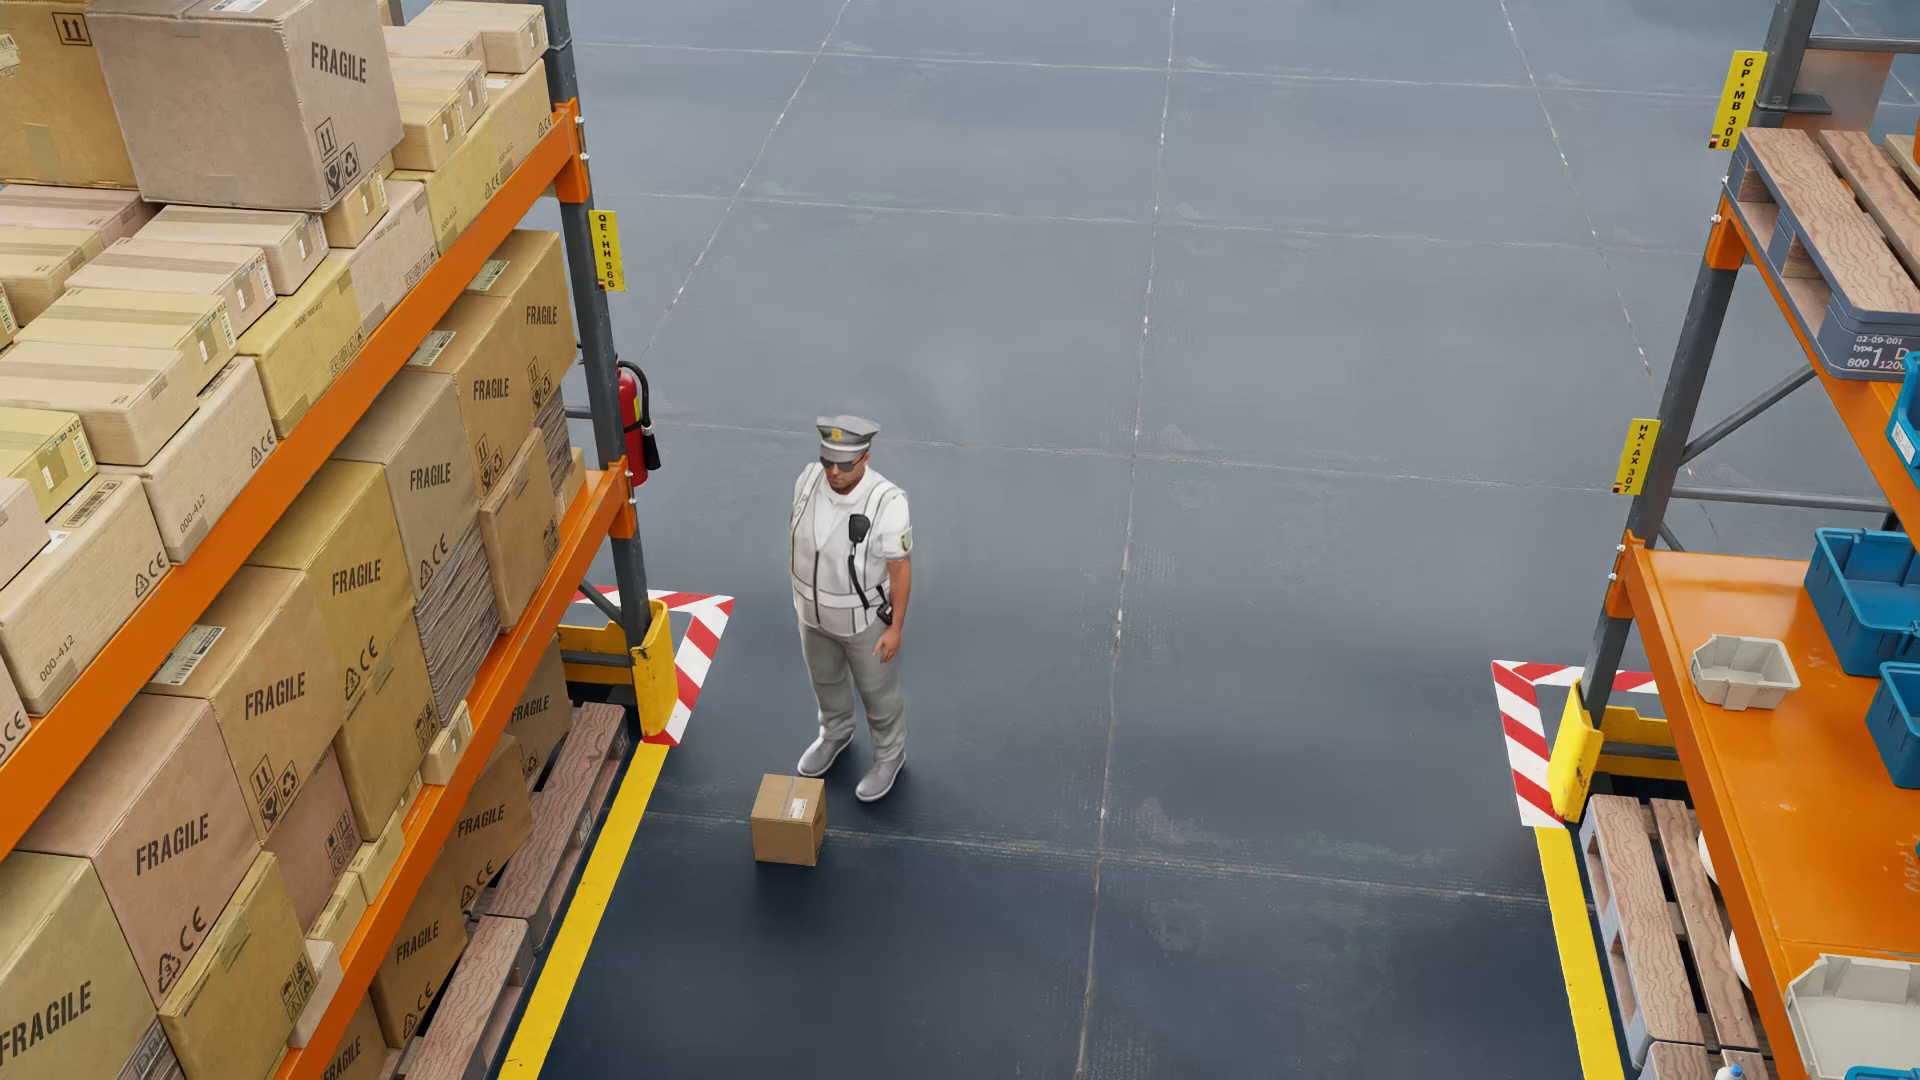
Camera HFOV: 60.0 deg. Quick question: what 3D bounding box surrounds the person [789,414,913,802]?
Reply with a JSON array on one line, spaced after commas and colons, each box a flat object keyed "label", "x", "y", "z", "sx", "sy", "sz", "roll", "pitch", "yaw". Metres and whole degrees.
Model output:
[{"label": "person", "x": -0.446, "y": 0.274, "z": 6.643, "sx": 0.525, "sy": 1.768, "sz": 0.394, "roll": 18, "pitch": 40, "yaw": 24}]
